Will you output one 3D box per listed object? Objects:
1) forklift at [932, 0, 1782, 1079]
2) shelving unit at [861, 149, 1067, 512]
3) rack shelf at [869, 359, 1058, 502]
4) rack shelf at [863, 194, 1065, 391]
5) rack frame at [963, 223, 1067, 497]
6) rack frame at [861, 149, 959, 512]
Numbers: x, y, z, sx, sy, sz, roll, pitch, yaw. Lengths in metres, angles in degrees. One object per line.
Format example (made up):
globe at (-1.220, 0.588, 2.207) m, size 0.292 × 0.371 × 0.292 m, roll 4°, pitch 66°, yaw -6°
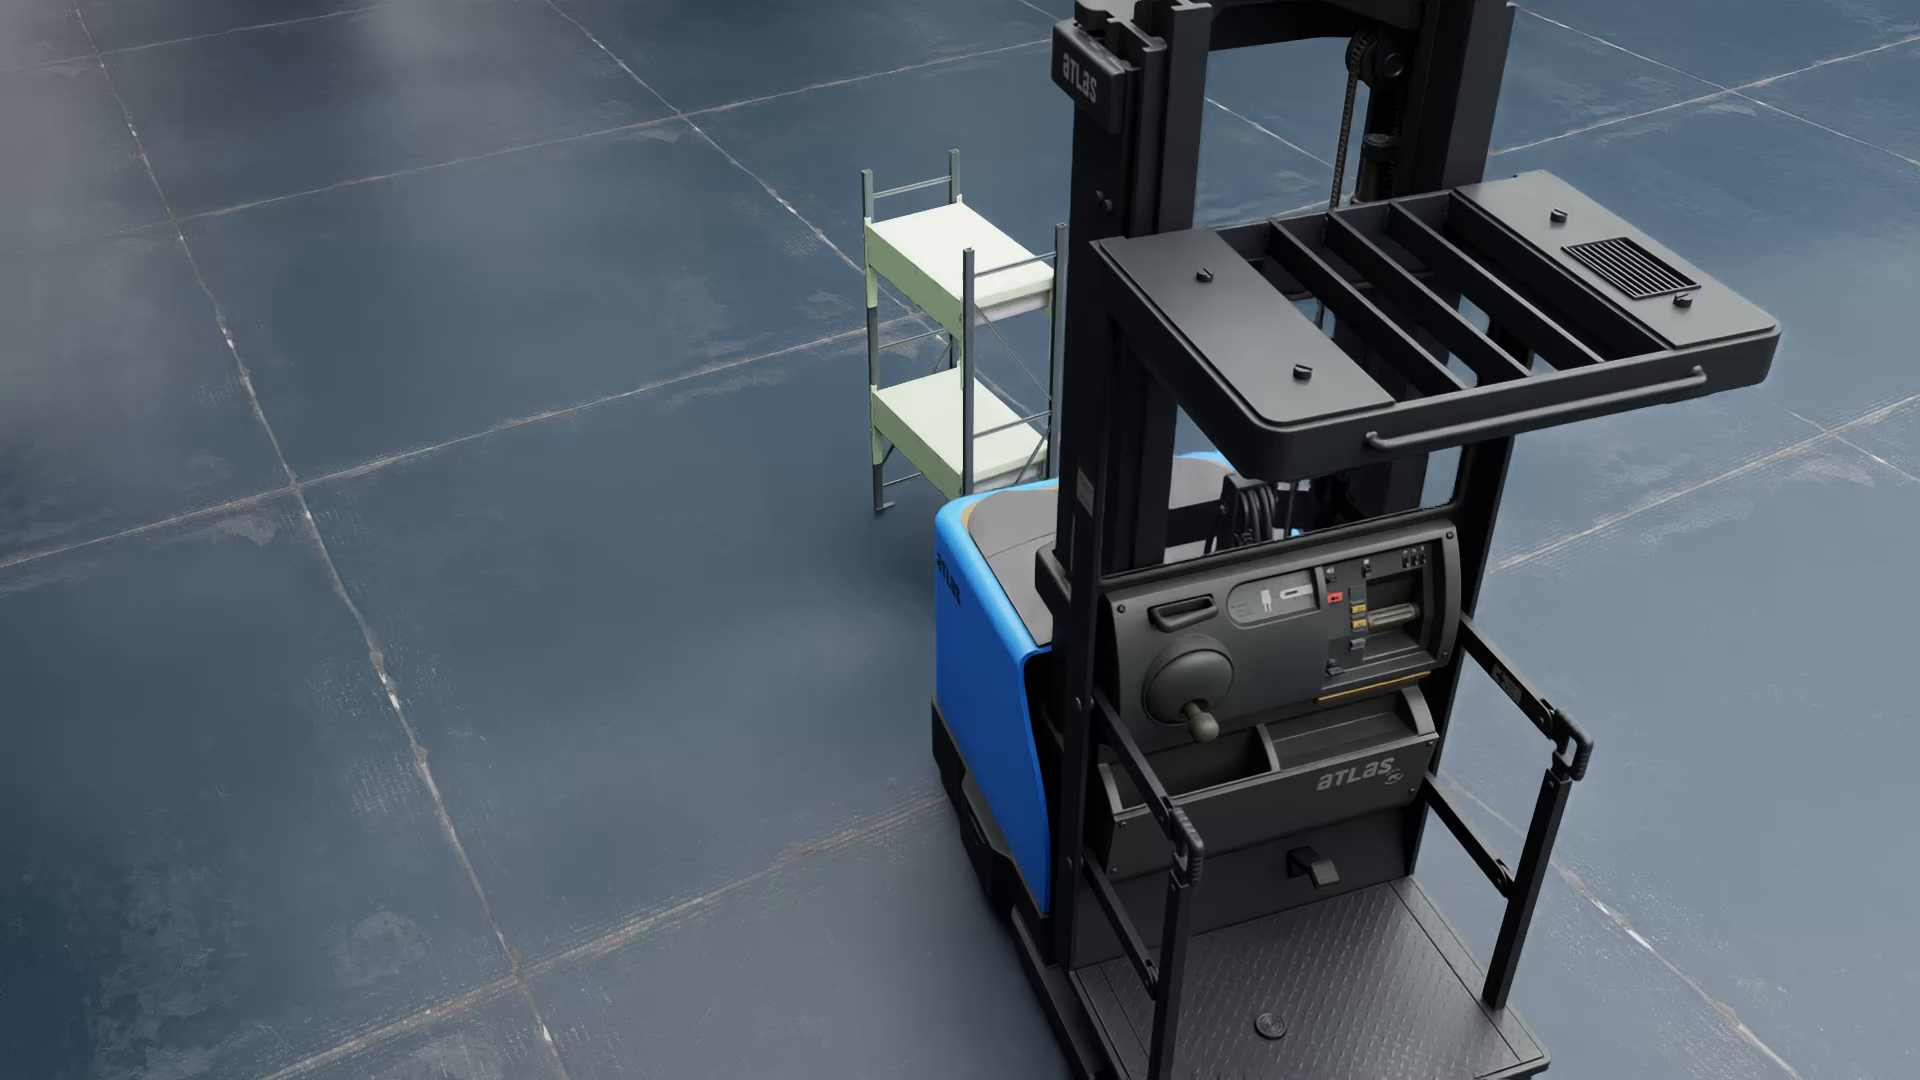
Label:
forklift at (0.871, 0.291, 3.867) m, size 1.130 × 2.935 × 3.031 m, roll -12°, pitch 38°, yaw -15°
shelving unit at (0.003, -0.602, 6.303) m, size 0.431 × 1.500 × 0.755 m, roll -19°, pitch 40°, yaw -24°
rack shelf at (0.003, -0.339, 6.495) m, size 0.431 × 0.370 × 0.720 m, roll -19°, pitch 40°, yaw -24°
rack shelf at (0.003, -0.917, 6.073) m, size 0.431 × 0.370 × 0.720 m, roll -19°, pitch 40°, yaw -24°
rack frame at (0.187, -0.416, 6.047) m, size 0.400 × 1.500 × 0.023 m, roll -19°, pitch 40°, yaw -24°
rack frame at (-0.181, -0.789, 6.559) m, size 0.400 × 1.500 × 0.023 m, roll -19°, pitch 40°, yaw -24°
